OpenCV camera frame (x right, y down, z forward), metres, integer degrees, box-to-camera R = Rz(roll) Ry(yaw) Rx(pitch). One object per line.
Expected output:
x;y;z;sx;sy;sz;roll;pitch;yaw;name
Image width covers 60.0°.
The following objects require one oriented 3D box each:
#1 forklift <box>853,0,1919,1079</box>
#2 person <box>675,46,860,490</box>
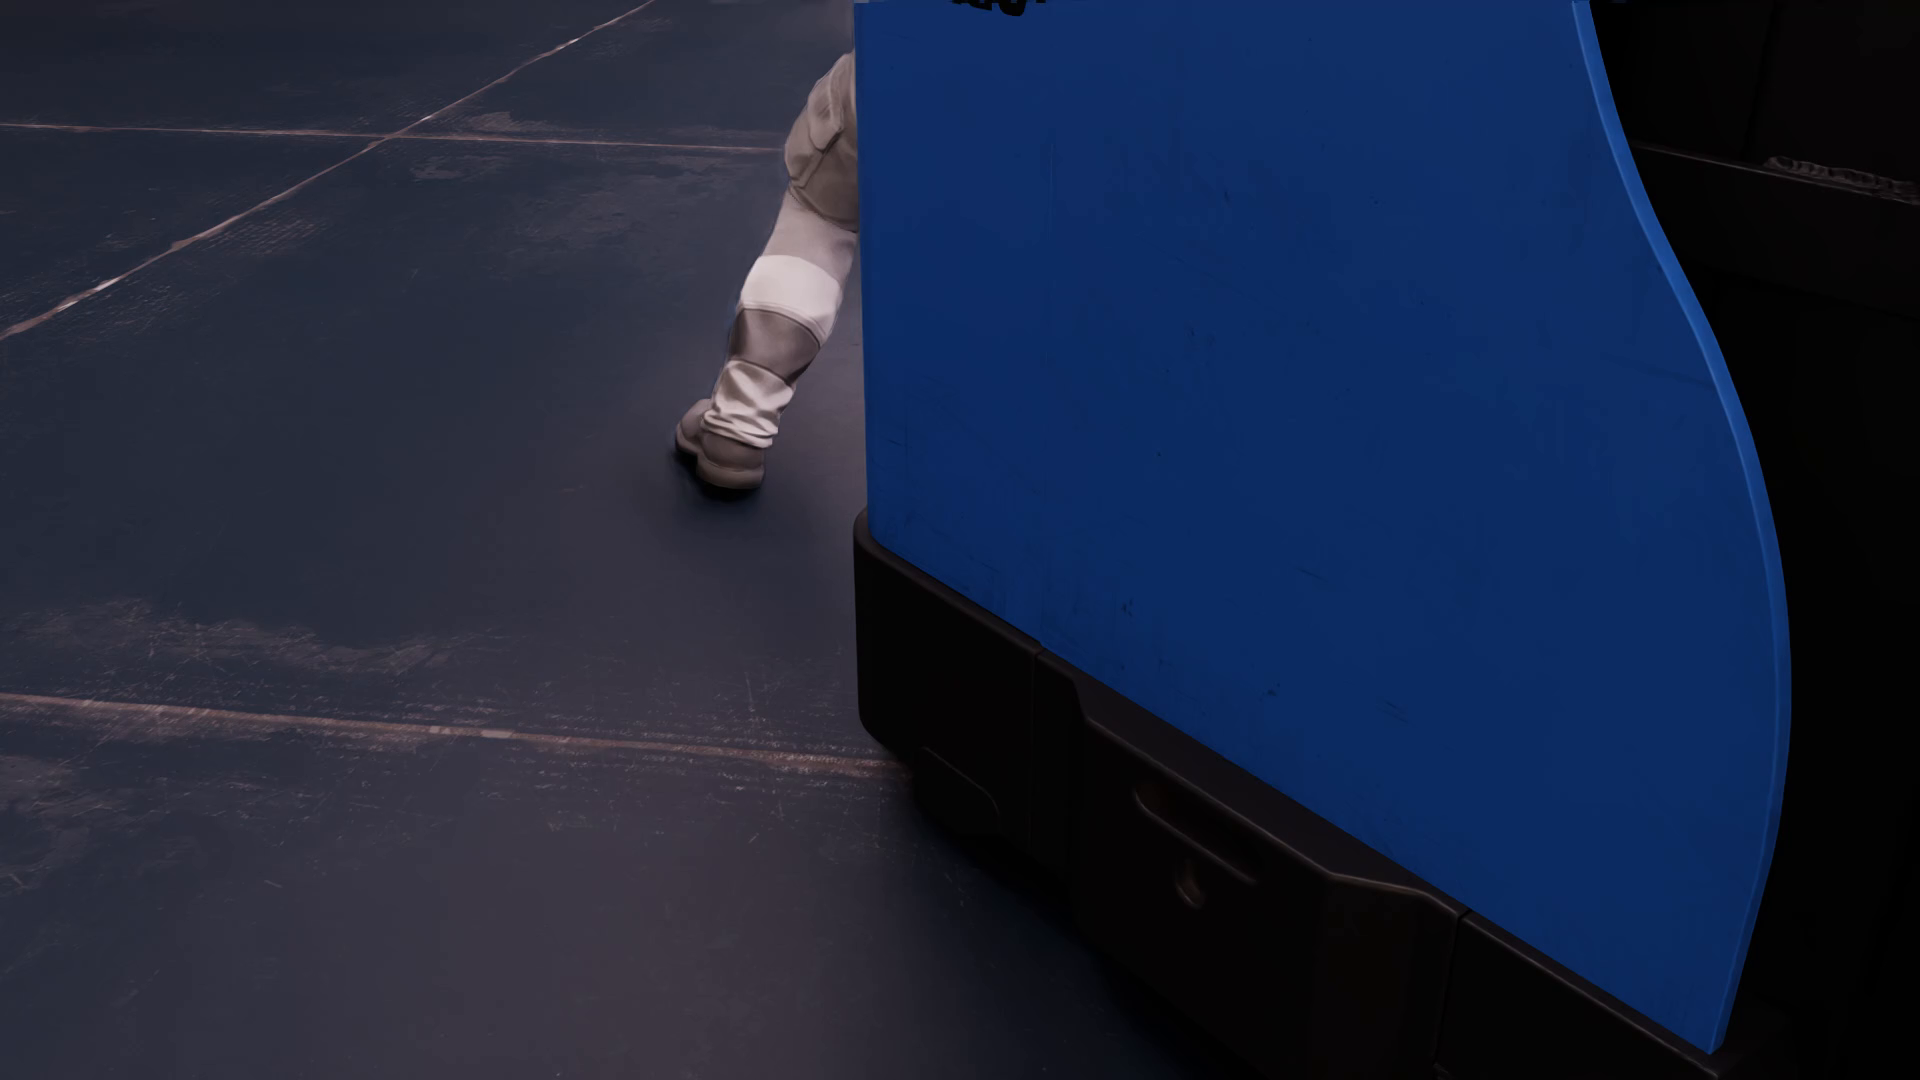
1.183;-0.668;0.556;1.130;2.935;3.031;-19;32;-33;forklift
0.034;-0.942;2.770;0.981;1.452;1.111;2;27;3;person
